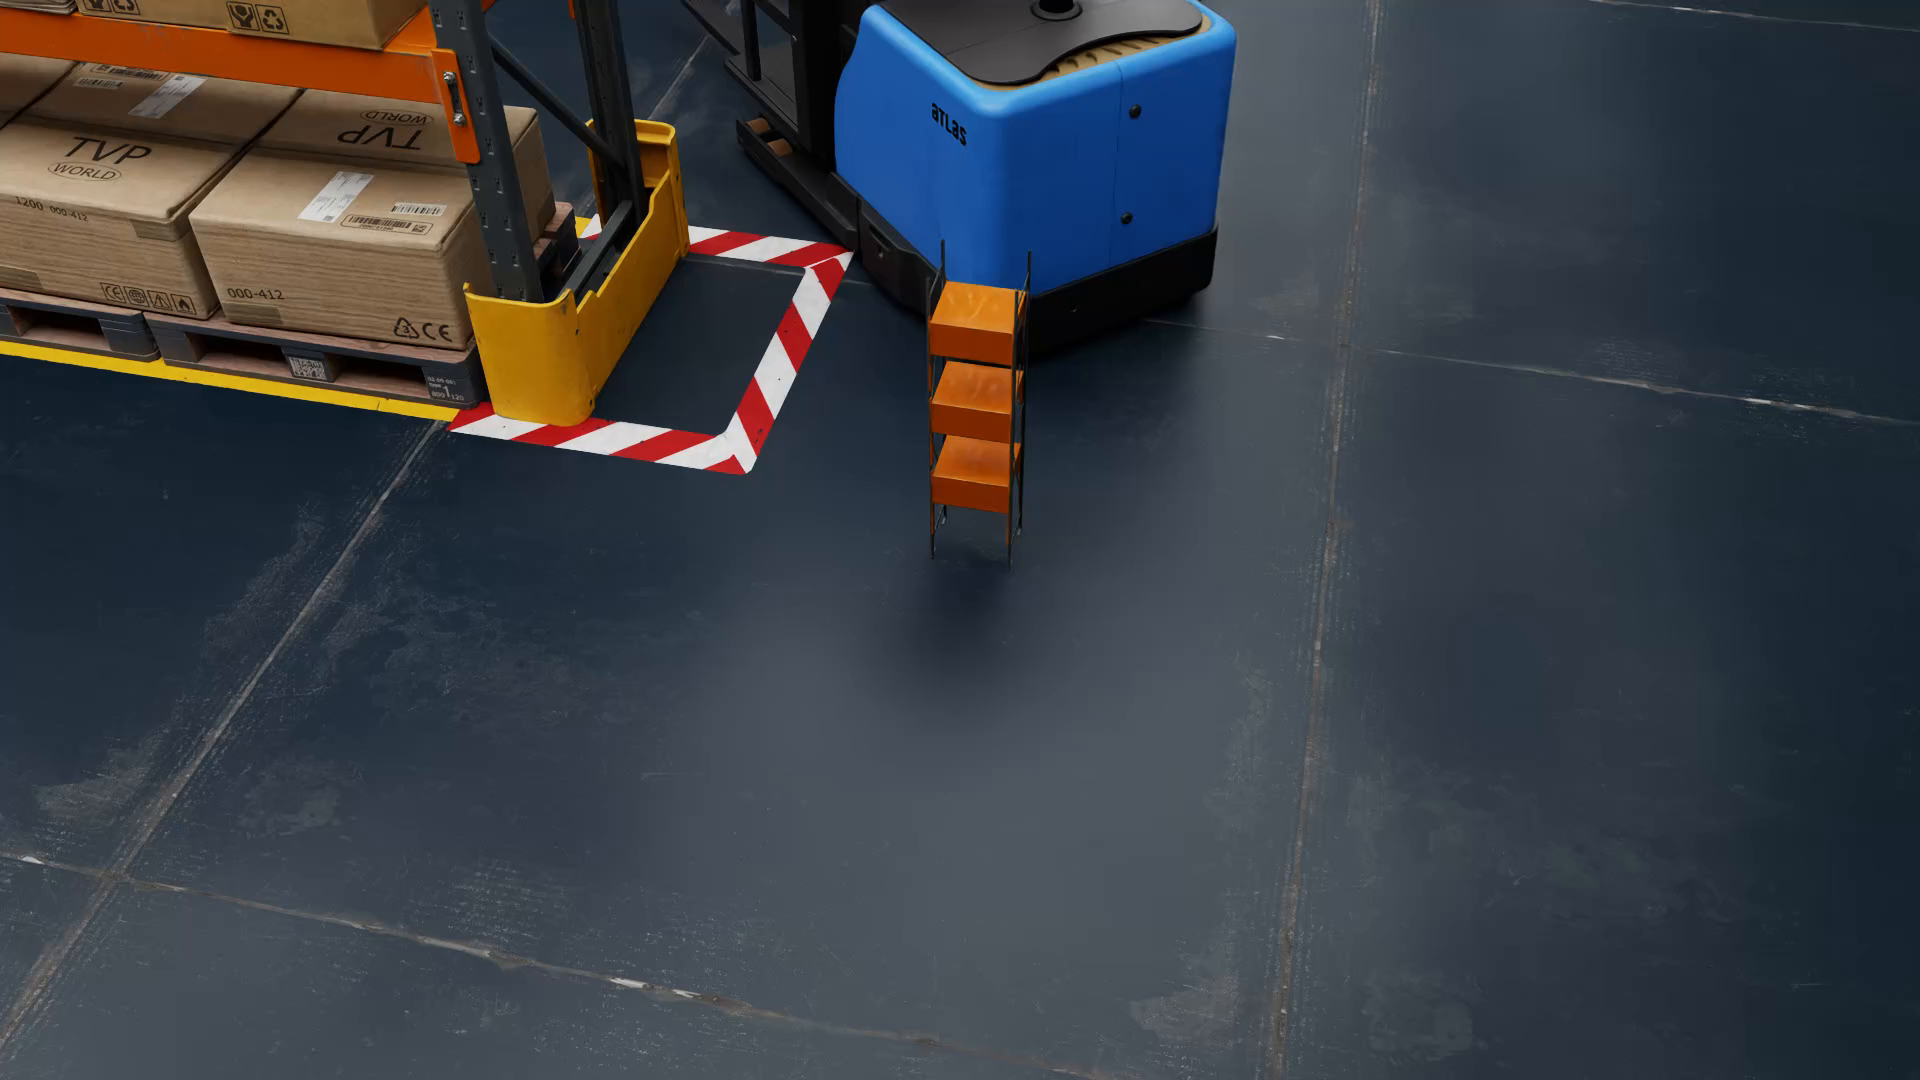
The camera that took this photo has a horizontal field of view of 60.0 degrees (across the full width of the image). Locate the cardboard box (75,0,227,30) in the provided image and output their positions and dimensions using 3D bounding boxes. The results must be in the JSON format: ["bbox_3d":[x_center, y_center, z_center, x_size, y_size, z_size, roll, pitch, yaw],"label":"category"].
[{"bbox_3d":[-2.363,-1.897,4.986,0.500,0.500,0.500,8,44,8],"label":"cardboard box"}]

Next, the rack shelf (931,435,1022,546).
[{"bbox_3d":[0.052,-0.162,5.078,0.240,0.259,0.215,9,45,9],"label":"rack shelf"}]

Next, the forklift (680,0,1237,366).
[{"bbox_3d":[-0.261,-2.665,5.906,1.130,2.935,3.031,-23,48,-22],"label":"forklift"}]

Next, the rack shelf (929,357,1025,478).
[{"bbox_3d":[0.052,-0.363,4.885,0.240,0.259,0.215,9,45,9],"label":"rack shelf"}]

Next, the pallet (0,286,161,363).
[{"bbox_3d":[-3.332,-1.131,6.273,1.213,0.211,1.003,9,45,9],"label":"pallet"}]

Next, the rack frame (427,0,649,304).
[{"bbox_3d":[-1.348,-1.881,5.041,0.127,3.000,1.000,9,45,9],"label":"rack frame"}]

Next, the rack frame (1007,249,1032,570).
[{"bbox_3d":[0.171,-0.352,4.858,0.008,1.050,0.200,9,45,9],"label":"rack frame"}]

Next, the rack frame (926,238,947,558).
[{"bbox_3d":[-0.067,-0.389,4.897,0.008,1.050,0.200,9,45,9],"label":"rack frame"}]

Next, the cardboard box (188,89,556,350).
[{"bbox_3d":[-2.014,-1.142,5.818,0.875,0.438,0.875,7,44,8],"label":"cardboard box"}]

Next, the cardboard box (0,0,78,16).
[{"bbox_3d":[-2.867,-1.968,5.060,0.500,0.500,0.500,10,45,10],"label":"cardboard box"}]

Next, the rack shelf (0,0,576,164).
[{"bbox_3d":[-3.299,-1.925,5.605,4.000,0.370,1.077,9,45,9],"label":"rack shelf"}]

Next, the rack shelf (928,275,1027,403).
[{"bbox_3d":[0.052,-0.567,4.688,0.240,0.259,0.215,9,45,9],"label":"rack shelf"}]

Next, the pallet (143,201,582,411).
[{"bbox_3d":[-2.145,-0.944,6.079,1.213,0.211,1.003,9,45,9],"label":"pallet"}]

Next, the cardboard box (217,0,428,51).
[{"bbox_3d":[-1.876,-1.811,4.896,0.500,0.500,0.500,9,45,9],"label":"cardboard box"}]

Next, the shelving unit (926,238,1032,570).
[{"bbox_3d":[0.052,-0.370,4.877,0.252,1.050,0.215,9,45,9],"label":"shelving unit"}]

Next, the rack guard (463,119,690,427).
[{"bbox_3d":[-1.324,-0.977,5.904,0.348,0.500,1.175,9,45,9],"label":"rack guard"}]

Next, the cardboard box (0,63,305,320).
[{"bbox_3d":[-2.908,-1.274,5.956,0.875,0.438,0.875,10,45,10],"label":"cardboard box"}]

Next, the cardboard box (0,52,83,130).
[{"bbox_3d":[-3.788,-1.412,6.099,0.875,0.438,0.875,8,44,8],"label":"cardboard box"}]
